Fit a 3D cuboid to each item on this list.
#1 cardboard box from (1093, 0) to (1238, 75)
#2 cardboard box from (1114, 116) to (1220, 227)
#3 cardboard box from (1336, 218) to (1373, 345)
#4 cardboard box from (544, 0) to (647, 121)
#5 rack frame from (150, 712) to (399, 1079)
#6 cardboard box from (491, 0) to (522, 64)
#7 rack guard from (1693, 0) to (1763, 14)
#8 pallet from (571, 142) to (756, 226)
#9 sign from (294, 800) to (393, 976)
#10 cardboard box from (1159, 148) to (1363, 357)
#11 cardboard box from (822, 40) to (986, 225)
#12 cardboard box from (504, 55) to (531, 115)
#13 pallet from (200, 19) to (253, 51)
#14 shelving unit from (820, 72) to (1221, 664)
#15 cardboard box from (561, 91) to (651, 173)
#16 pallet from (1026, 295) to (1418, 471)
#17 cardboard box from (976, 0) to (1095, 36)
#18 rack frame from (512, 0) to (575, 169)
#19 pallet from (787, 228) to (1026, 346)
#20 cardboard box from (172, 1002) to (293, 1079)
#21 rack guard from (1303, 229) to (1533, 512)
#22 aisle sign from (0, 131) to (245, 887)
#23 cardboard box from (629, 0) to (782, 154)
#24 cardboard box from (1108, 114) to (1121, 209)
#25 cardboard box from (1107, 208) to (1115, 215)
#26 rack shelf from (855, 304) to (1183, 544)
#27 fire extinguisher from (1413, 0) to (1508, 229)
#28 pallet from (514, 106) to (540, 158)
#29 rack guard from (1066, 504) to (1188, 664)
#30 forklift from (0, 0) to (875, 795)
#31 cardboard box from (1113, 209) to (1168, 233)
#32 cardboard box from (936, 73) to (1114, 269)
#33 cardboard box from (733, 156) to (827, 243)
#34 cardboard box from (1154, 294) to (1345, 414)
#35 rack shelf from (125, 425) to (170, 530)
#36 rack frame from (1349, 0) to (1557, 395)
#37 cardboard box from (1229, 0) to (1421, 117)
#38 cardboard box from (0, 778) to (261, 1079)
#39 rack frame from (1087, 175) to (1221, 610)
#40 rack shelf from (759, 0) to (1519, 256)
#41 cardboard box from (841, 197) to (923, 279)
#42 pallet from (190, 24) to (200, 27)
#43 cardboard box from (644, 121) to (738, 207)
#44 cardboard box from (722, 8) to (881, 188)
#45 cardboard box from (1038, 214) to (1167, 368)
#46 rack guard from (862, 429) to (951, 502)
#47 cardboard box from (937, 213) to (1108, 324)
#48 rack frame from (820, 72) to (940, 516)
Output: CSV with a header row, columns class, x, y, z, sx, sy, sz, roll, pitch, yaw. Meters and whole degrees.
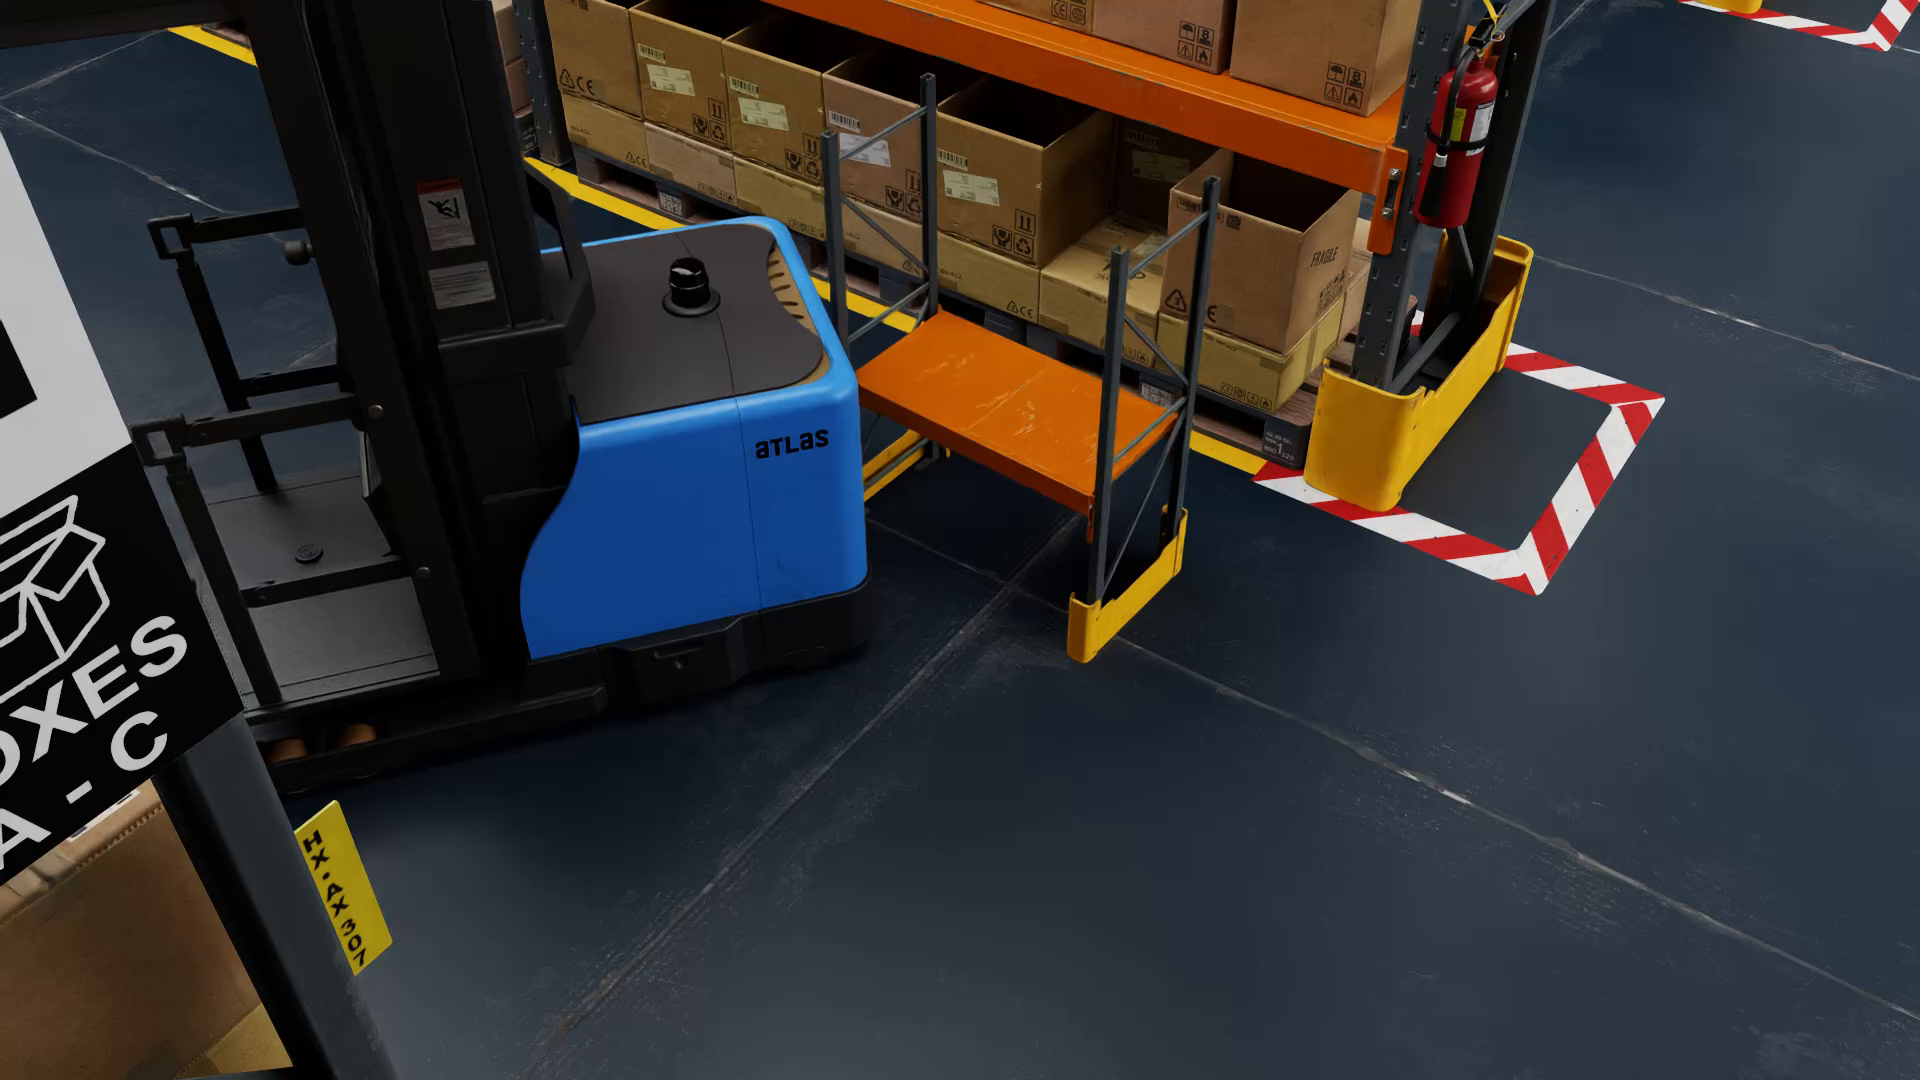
class,x,y,z,sx,sy,sz,roll,pitch,yaw
cardboard box,0.861,-2.014,5.676,0.500,0.500,0.700,26,48,26
cardboard box,0.947,-1.521,6.385,0.500,0.500,0.500,25,48,25
cardboard box,1.357,-1.051,6.422,0.500,0.250,0.500,25,48,25
cardboard box,-1.406,-2.186,7.129,0.500,0.500,0.500,25,48,25
rack frame,-1.173,1.114,2.256,0.127,3.000,1.000,25,48,25
cardboard box,-2.102,-2.463,7.580,0.500,0.311,0.500,25,48,25
rack guard,4.427,-3.367,9.138,0.348,0.500,1.175,25,48,25
pallet,-0.979,-1.757,7.555,1.213,0.211,1.003,25,48,25
sign,-0.861,0.495,2.298,0.005,0.325,0.100,25,48,25
cardboard box,1.059,-1.046,5.854,0.500,0.500,0.500,25,48,25
cardboard box,-0.177,-1.613,6.488,0.500,0.500,0.500,25,48,25
cardboard box,-2.112,-2.256,7.769,0.500,0.250,0.500,25,47,25
pallet,-3.235,-2.812,8.734,1.213,0.211,1.003,25,48,25
shelving unit,0.154,-0.535,5.223,1.083,1.500,0.587,28,49,27
cardboard box,-1.401,-1.912,7.385,0.500,0.250,0.500,25,48,25
pallet,1.019,-0.823,6.511,1.213,0.211,1.003,25,48,25
cardboard box,0.458,-2.207,5.892,0.500,0.500,0.700,25,48,26
rack frame,-1.606,-3.124,6.991,0.127,3.000,1.000,25,48,25
pallet,0.024,-1.290,7.034,1.213,0.211,1.003,25,48,25
cardboard box,-1.390,0.802,2.702,0.500,0.250,0.500,24,47,24
rack guard,1.688,-0.651,6.103,0.348,0.500,1.175,25,48,25
aisle sign,-0.941,0.009,1.541,0.004,0.787,0.394,25,48,25
cardboard box,-0.992,-1.999,6.920,0.500,0.500,0.500,25,48,25
cardboard box,0.530,-1.705,6.591,0.500,0.500,0.500,25,48,25
cardboard box,0.537,-1.432,6.848,0.500,0.250,0.500,25,48,25
rack shelf,0.161,-0.397,5.338,1.000,0.185,0.538,28,49,27
fire extinguisher,1.499,-1.264,4.972,0.183,0.674,0.296,25,48,25
pallet,-2.232,-2.345,8.213,1.213,0.211,1.003,25,48,25
rack guard,0.546,0.136,5.411,0.087,0.250,0.587,28,49,27
forklift,-1.849,-0.739,4.378,3.031,2.935,1.130,-12,43,-13
cardboard box,0.946,-1.240,6.634,0.500,0.250,0.500,25,48,25
cardboard box,0.232,-1.421,6.273,0.500,0.500,0.500,25,48,25
cardboard box,-0.588,-1.524,6.951,0.500,0.250,0.500,25,48,25
cardboard box,1.060,-0.768,6.106,0.500,0.250,0.500,25,48,25
rack shelf,-2.810,-0.502,2.351,4.000,0.370,1.077,25,48,25
rack frame,1.669,-1.592,5.280,0.127,3.000,1.000,25,48,25
cardboard box,1.294,-1.815,5.454,0.500,0.500,0.700,25,48,25
cardboard box,-1.391,0.536,2.437,0.500,0.500,0.500,25,48,25
rack frame,0.561,-0.322,4.985,0.032,1.500,0.500,28,49,27
rack shelf,0.031,-2.090,6.375,4.000,0.370,1.077,25,48,25
cardboard box,-0.175,-1.336,6.740,0.500,0.250,0.500,25,48,25
pallet,-4.229,-3.279,9.257,1.213,0.211,1.003,25,48,25
cardboard box,-0.994,-1.718,7.168,0.500,0.250,0.500,25,48,25
cardboard box,-0.587,-1.804,6.701,0.500,0.500,0.500,25,48,25
cardboard box,0.644,-0.953,6.312,0.500,0.250,0.500,25,48,25
rack guard,-0.239,-0.273,5.868,0.087,0.250,0.587,28,49,27
cardboard box,0.233,-1.143,6.525,0.500,0.250,0.500,25,48,25
rack frame,-0.240,-0.740,5.452,0.032,1.500,0.500,28,49,27
